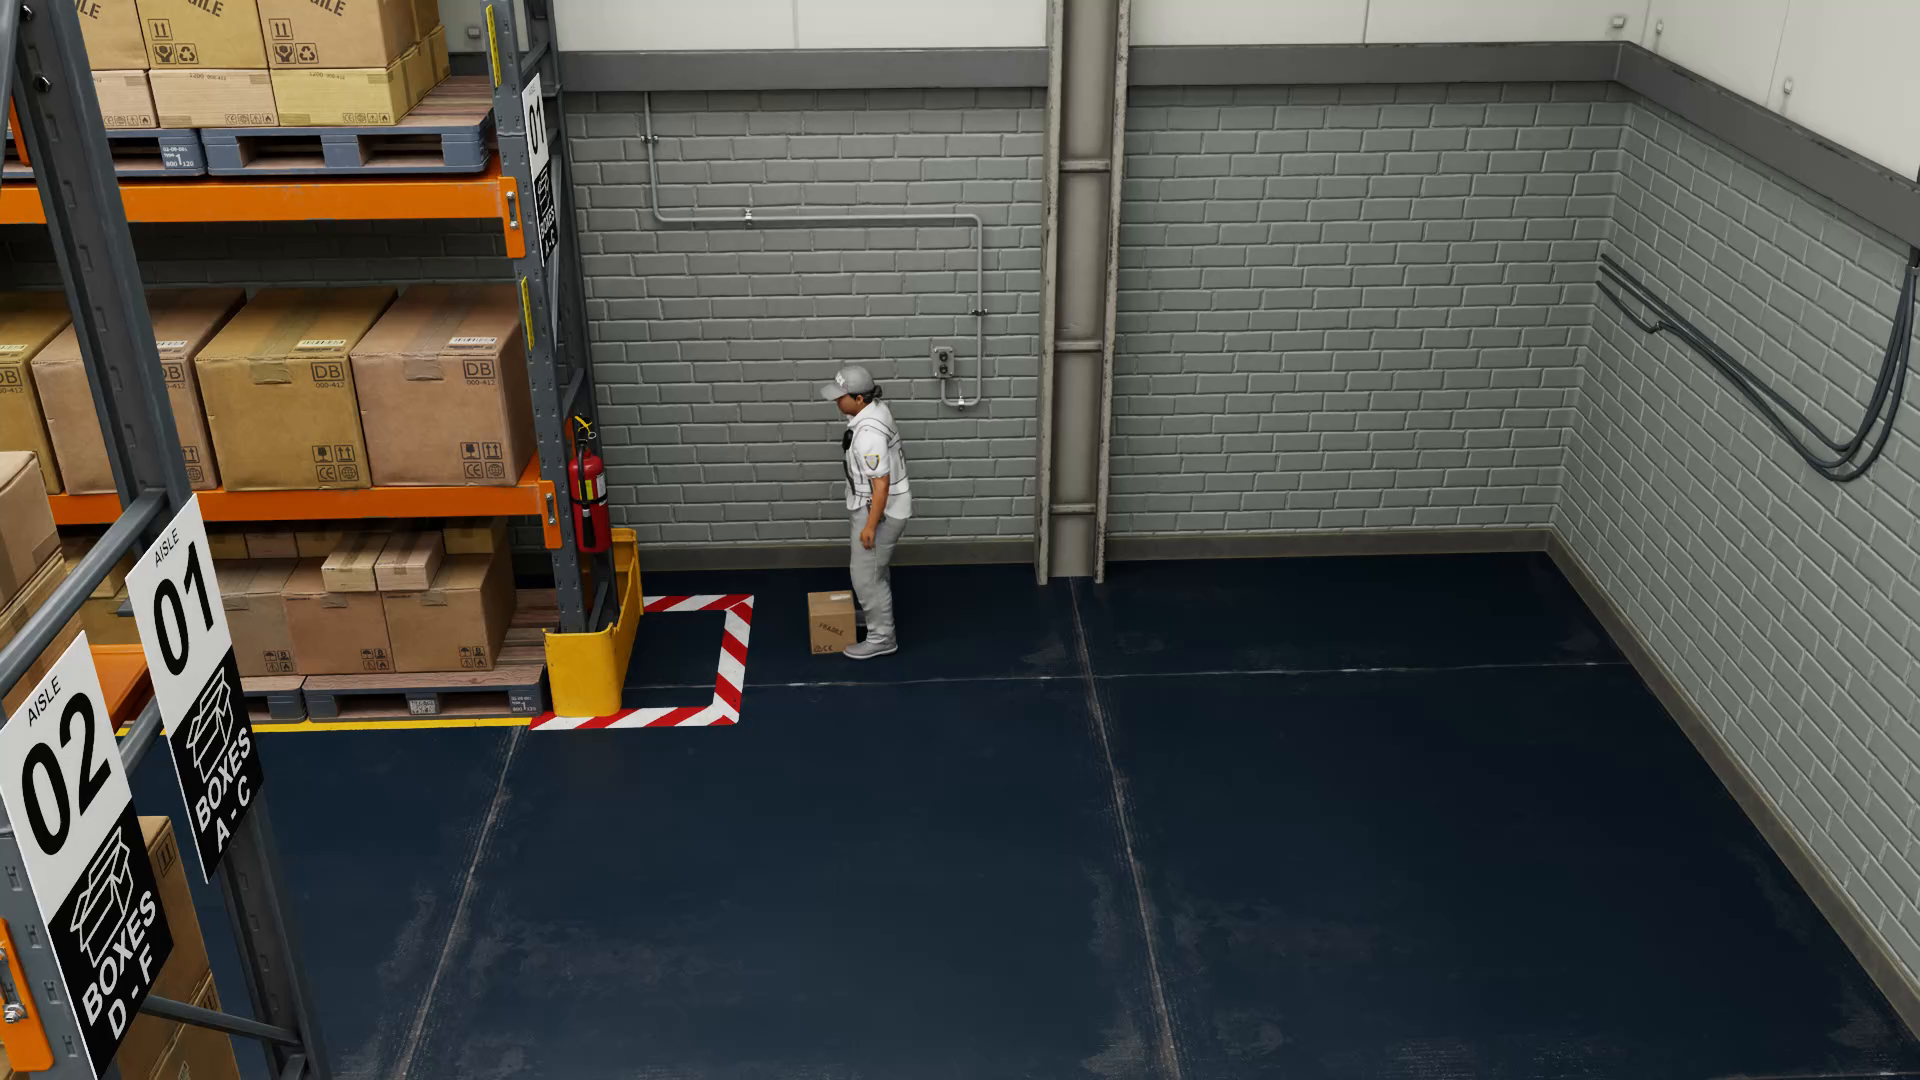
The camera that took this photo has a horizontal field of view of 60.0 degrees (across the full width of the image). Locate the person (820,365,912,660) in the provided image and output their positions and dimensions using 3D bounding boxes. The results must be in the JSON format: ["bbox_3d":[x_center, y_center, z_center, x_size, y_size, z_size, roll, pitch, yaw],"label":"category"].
[{"bbox_3d":[-0.495,-0.173,8.942,0.466,1.666,0.564,-3,28,-5],"label":"person"}]
